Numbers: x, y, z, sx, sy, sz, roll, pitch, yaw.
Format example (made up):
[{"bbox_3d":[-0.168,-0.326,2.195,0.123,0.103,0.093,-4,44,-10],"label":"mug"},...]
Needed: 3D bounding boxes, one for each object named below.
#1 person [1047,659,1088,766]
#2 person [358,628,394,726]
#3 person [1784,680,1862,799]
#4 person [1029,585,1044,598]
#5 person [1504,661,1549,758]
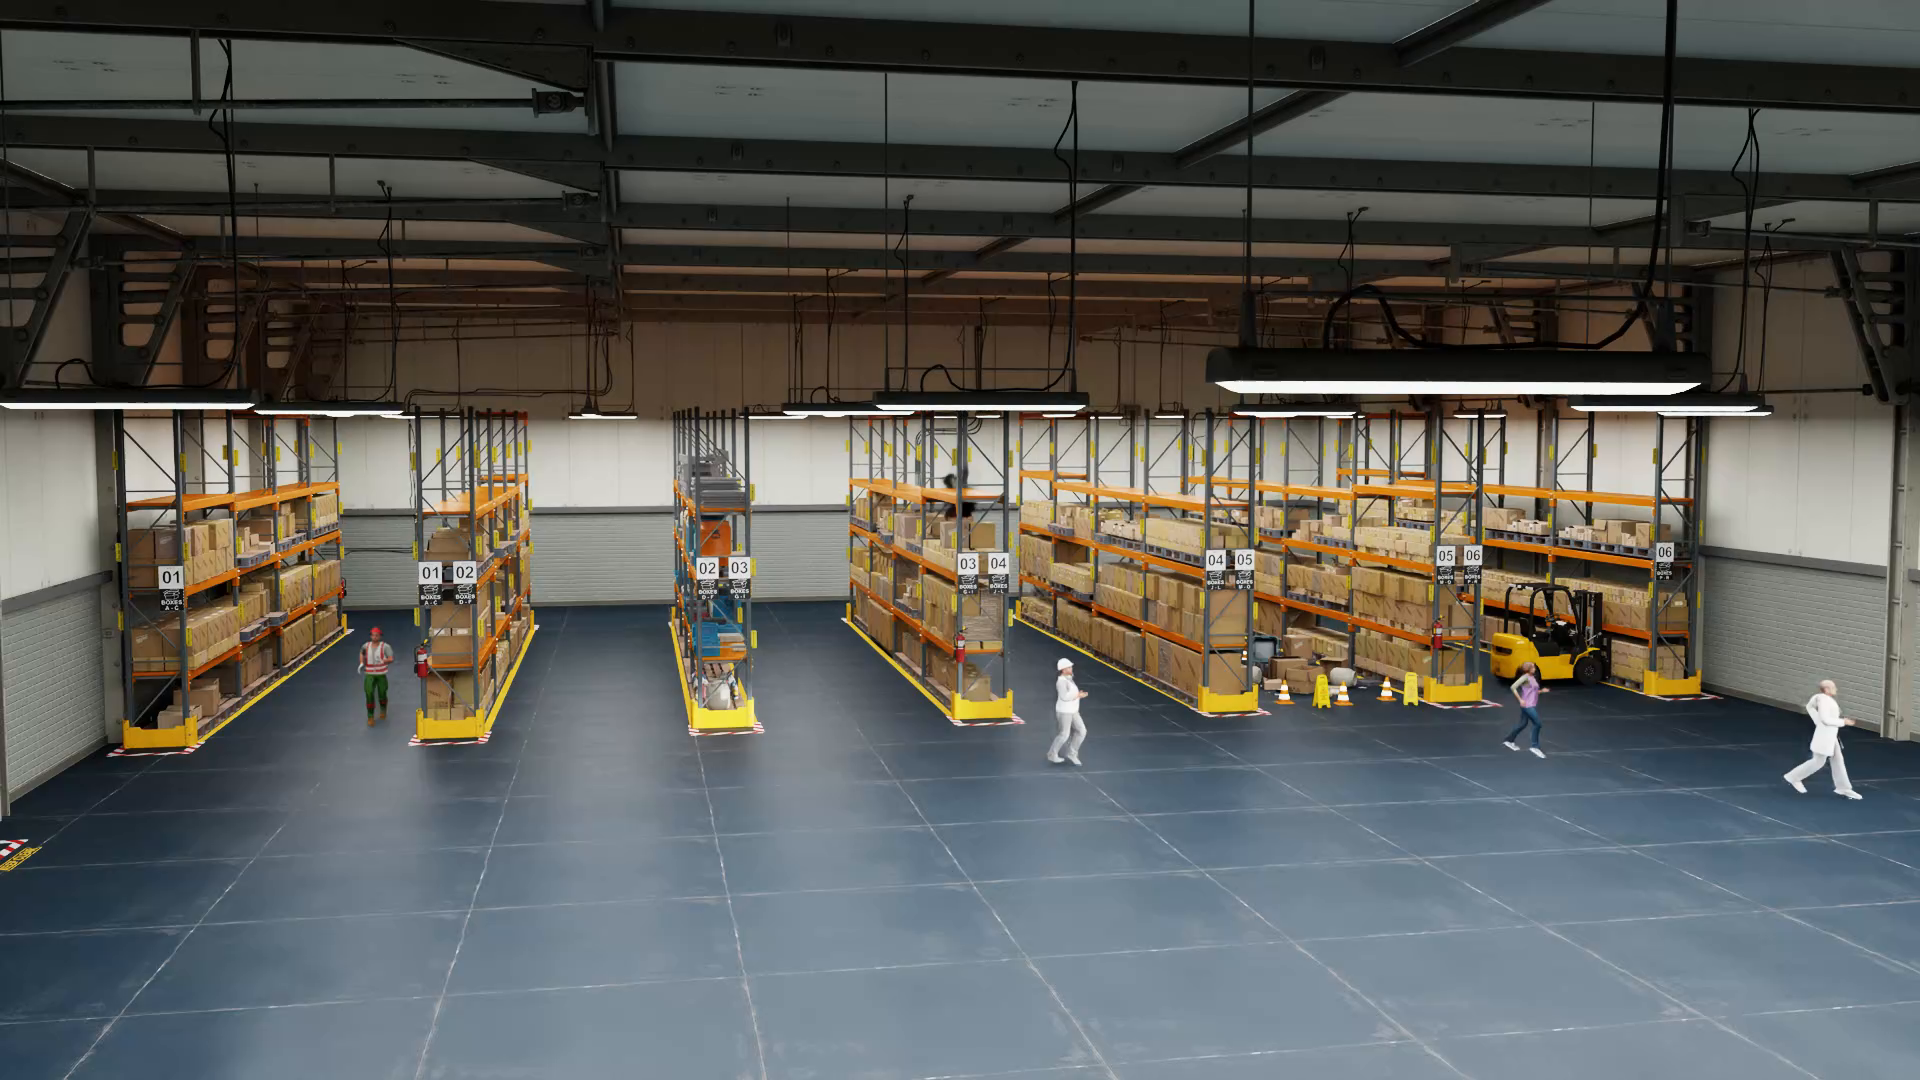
[{"bbox_3d":[1.802,2.877,27.650,0.711,1.814,0.637,2,4,21],"label":"person"},{"bbox_3d":[-11.069,2.556,31.526,0.662,1.797,0.928,-1,4,-11],"label":"person"},{"bbox_3d":[13.126,3.014,25.247,1.057,1.790,0.709,2,5,32],"label":"person"},{"bbox_3d":[2.375,1.344,49.918,0.565,1.650,0.564,-1,4,-20],"label":"person"},{"bbox_3d":[9.715,2.888,28.515,0.737,1.643,0.510,2,5,28],"label":"person"}]
